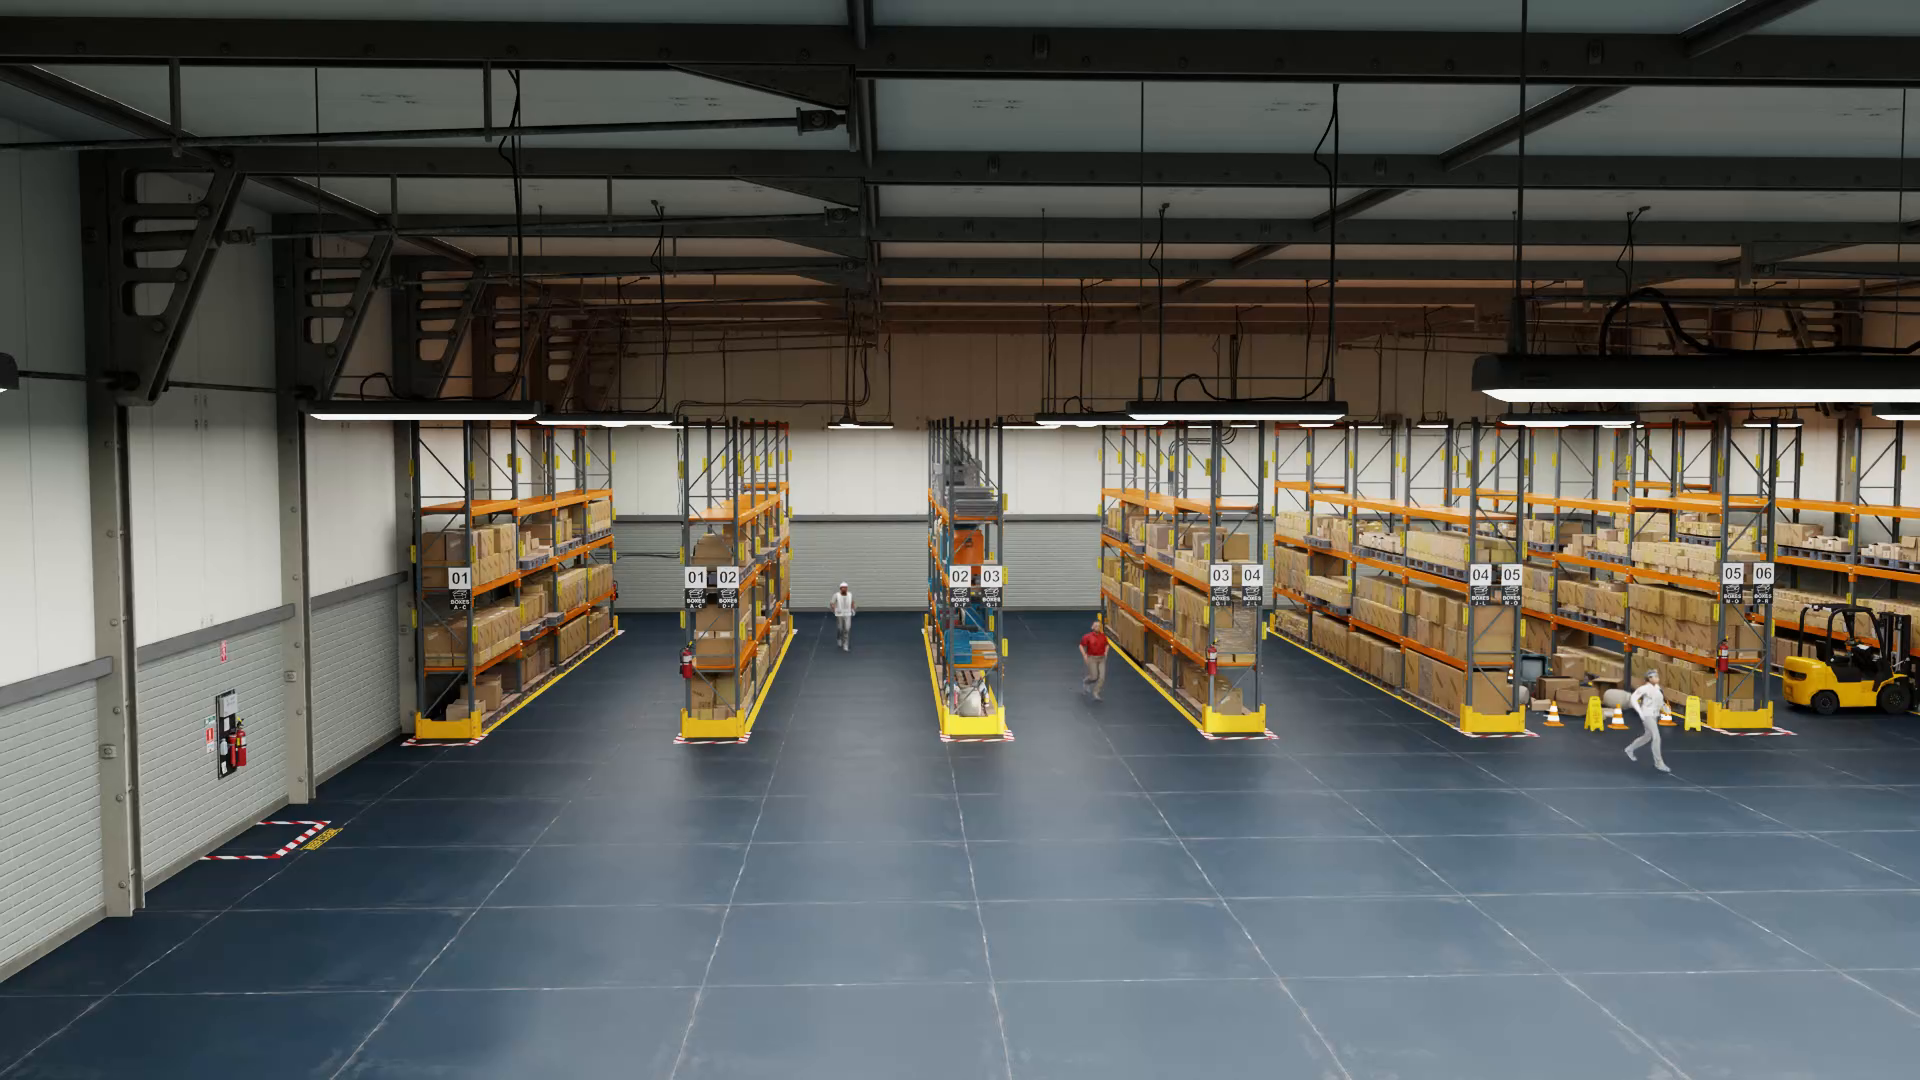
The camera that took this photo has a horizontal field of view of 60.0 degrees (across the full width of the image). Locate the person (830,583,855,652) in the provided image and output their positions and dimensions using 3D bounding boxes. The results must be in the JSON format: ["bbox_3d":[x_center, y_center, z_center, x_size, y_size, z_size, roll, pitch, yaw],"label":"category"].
[{"bbox_3d":[-3.064,1.998,43.586,0.682,1.777,0.885,-1,4,-13],"label":"person"}]

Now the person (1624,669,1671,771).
[{"bbox_3d":[11.748,3.030,28.361,0.621,1.709,0.855,-3,5,-40],"label":"person"}]

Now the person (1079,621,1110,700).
[{"bbox_3d":[2.900,2.572,35.452,0.664,1.672,0.601,-1,4,-17],"label":"person"}]
